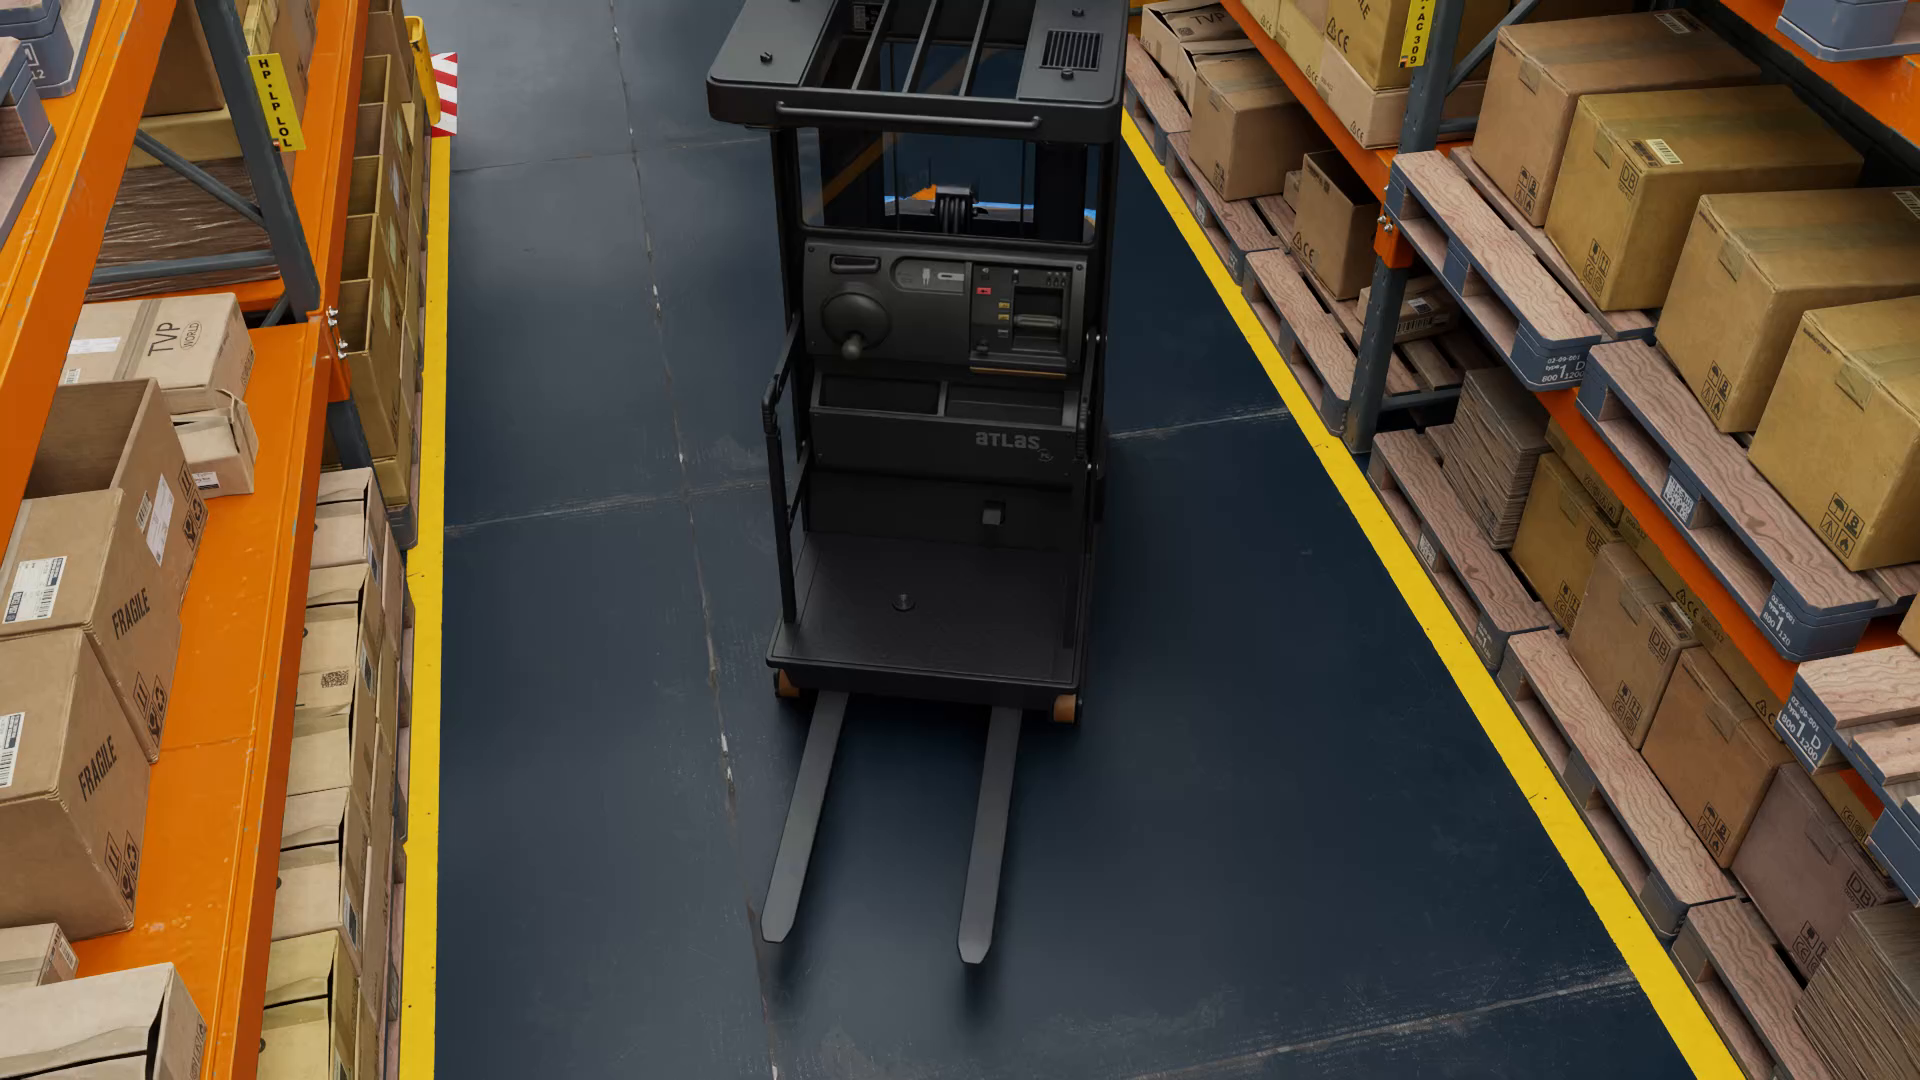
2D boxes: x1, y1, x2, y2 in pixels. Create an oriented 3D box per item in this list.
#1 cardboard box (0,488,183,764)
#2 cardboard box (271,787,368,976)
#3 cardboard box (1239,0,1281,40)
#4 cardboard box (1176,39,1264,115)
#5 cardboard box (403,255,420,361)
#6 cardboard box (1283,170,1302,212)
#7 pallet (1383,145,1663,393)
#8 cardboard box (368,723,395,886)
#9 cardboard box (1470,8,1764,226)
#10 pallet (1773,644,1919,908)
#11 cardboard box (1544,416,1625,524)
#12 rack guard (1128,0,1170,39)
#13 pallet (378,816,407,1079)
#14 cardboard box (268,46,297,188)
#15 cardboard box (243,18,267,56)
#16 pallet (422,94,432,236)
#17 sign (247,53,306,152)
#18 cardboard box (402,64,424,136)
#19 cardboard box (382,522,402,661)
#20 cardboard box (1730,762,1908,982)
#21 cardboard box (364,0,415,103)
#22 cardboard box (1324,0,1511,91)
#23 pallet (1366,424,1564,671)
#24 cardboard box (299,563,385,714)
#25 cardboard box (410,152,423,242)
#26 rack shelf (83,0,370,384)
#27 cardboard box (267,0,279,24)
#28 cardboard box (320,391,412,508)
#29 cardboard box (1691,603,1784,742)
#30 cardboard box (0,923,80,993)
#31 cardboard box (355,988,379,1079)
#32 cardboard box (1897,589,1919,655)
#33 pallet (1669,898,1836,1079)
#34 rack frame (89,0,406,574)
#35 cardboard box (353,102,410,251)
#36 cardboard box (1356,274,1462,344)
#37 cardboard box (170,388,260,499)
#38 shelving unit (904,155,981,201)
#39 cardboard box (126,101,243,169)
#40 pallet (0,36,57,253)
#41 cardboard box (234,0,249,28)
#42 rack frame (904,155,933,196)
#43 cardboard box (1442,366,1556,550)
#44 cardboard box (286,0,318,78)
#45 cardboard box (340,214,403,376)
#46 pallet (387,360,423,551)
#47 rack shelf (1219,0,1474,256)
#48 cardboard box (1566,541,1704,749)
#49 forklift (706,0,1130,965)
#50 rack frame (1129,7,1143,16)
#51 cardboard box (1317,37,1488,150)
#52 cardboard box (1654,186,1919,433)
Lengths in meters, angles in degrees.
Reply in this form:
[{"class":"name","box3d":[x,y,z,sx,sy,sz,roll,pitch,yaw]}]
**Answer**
[{"class":"cardboard box","box3d":[-2.302,0.247,4.137,0.500,0.500,0.500,-8,42,-9]},{"class":"cardboard box","box3d":[-1.978,0.988,4.710,0.500,0.311,0.500,-9,42,-10]},{"class":"cardboard box","box3d":[1.541,-2.457,7.356,0.500,0.250,0.500,-9,42,-10]},{"class":"cardboard box","box3d":[1.483,-2.515,9.018,0.500,0.311,0.500,-5,42,-6]},{"class":"cardboard box","box3d":[-2.684,-1.004,7.377,0.500,0.250,0.500,-8,42,-9]},{"class":"cardboard box","box3d":[1.836,-1.732,8.258,0.380,0.149,0.250,-12,43,-13]},{"class":"pallet","box3d":[2.185,-1.006,5.768,1.003,0.211,1.213,-8,42,-9]},{"class":"cardboard box","box3d":[-2.083,0.876,5.258,0.500,0.250,0.500,-7,42,-8]},{"class":"cardboard box","box3d":[2.239,-1.461,5.730,0.700,0.500,0.500,-8,42,-9]},{"class":"pallet","box3d":[2.768,0.624,3.932,1.213,0.211,1.003,-8,42,-9]},{"class":"cardboard box","box3d":[2.436,-0.345,5.865,0.500,0.250,0.500,-9,42,-10]},{"class":"rack guard","box3d":[1.315,-3.203,9.981,1.175,0.500,0.348,-8,42,-9]},{"class":"pallet","box3d":[-2.210,1.425,4.985,1.003,0.211,1.213,-8,42,-9]},{"class":"cardboard box","box3d":[-2.896,-1.547,6.158,0.700,0.500,0.500,-9,42,-10]},{"class":"cardboard box","box3d":[-2.655,-1.694,5.834,0.380,0.149,0.250,-9,42,-10]},{"class":"pallet","box3d":[-3.331,-1.942,8.779,1.003,0.211,1.213,-8,42,-9]},{"class":"sign","box3d":[-2.146,-1.369,5.220,0.100,0.325,0.005,-8,42,-9]},{"class":"cardboard box","box3d":[-3.133,-2.298,8.834,0.500,0.250,0.500,-8,42,-9]},{"class":"cardboard box","box3d":[-2.301,0.217,6.001,0.500,0.250,0.500,-9,42,-10]},{"class":"cardboard box","box3d":[2.821,0.959,4.961,0.700,0.500,0.500,-8,42,-9]},{"class":"cardboard box","box3d":[-3.131,-2.579,8.586,0.500,0.500,0.500,-8,42,-9]},{"class":"cardboard box","box3d":[1.758,-2.088,6.376,0.500,0.500,0.500,-8,42,-9]},{"class":"pallet","box3d":[2.332,-0.047,6.644,1.003,0.211,1.213,-8,42,-9]},{"class":"cardboard box","box3d":[-2.188,0.337,5.443,0.500,0.311,0.500,-7,42,-8]},{"class":"cardboard box","box3d":[-2.904,-1.652,8.106,0.500,0.250,0.500,-8,42,-9]},{"class":"rack shelf","box3d":[-3.106,-1.909,7.183,1.077,0.370,4.000,-8,42,-9]},{"class":"cardboard box","box3d":[-2.765,-2.026,6.209,0.380,0.149,0.250,-10,43,-11]},{"class":"cardboard box","box3d":[-2.478,-0.355,6.645,0.500,0.250,0.500,-8,42,-9]},{"class":"cardboard box","box3d":[2.641,0.318,5.119,0.500,0.250,0.500,-9,42,-9]},{"class":"cardboard box","box3d":[-2.141,0.986,3.569,0.380,0.149,0.250,-5,42,-6]},{"class":"cardboard box","box3d":[-1.864,1.539,4.512,0.500,0.250,0.500,-9,42,-10]},{"class":"cardboard box","box3d":[2.767,0.135,3.931,0.700,0.500,0.500,-12,43,-13]},{"class":"pallet","box3d":[2.858,1.535,4.862,1.003,0.211,1.213,-8,42,-9]},{"class":"rack frame","box3d":[-2.674,-0.882,5.484,1.000,3.000,0.127,-8,42,-9]},{"class":"cardboard box","box3d":[-2.794,-1.608,7.492,0.500,0.500,0.500,-8,42,-9]},{"class":"cardboard box","box3d":[2.017,-1.041,7.467,0.380,0.166,0.250,-14,43,-15]},{"class":"cardboard box","box3d":[-2.305,-0.288,4.916,0.396,0.266,0.258,-9,42,-10]},{"class":"shelving unit","box3d":[-0.076,-1.121,7.218,0.252,1.050,0.215,24,46,25]},{"class":"cardboard box","box3d":[-2.543,-1.364,5.463,0.380,0.149,0.250,-8,42,-9]},{"class":"pallet","box3d":[-2.289,-0.492,2.927,1.003,0.211,1.213,-7,42,-7]},{"class":"cardboard box","box3d":[-2.886,-2.018,5.712,0.700,0.500,0.500,-8,42,-9]},{"class":"rack frame","box3d":[-0.177,-1.166,7.270,0.008,1.050,0.200,24,46,25]},{"class":"cardboard box","box3d":[2.337,-0.349,6.435,0.700,0.500,0.500,-7,42,-8]},{"class":"cardboard box","box3d":[-3.112,-2.205,6.899,0.700,0.500,0.500,-7,42,-8]},{"class":"cardboard box","box3d":[-2.584,-0.959,6.761,0.500,0.500,0.500,-8,42,-9]},{"class":"pallet","box3d":[-2.805,-0.361,6.997,1.003,0.211,1.213,-8,42,-9]},{"class":"rack shelf","box3d":[1.730,-2.621,7.986,1.077,0.370,4.000,-8,42,-9]},{"class":"cardboard box","box3d":[2.568,0.315,5.687,0.700,0.500,0.500,-8,42,-9]},{"class":"forklift","box3d":[-0.078,-0.683,5.312,1.130,2.935,3.031,5,42,5]},{"class":"rack frame","box3d":[1.299,-4.187,9.207,1.000,3.000,0.127,-8,42,-9]},{"class":"cardboard box","box3d":[1.764,-1.809,6.626,0.500,0.250,0.500,-8,42,-9]},{"class":"cardboard box","box3d":[2.525,-0.676,4.845,0.700,0.500,0.500,-3,42,-3]}]
